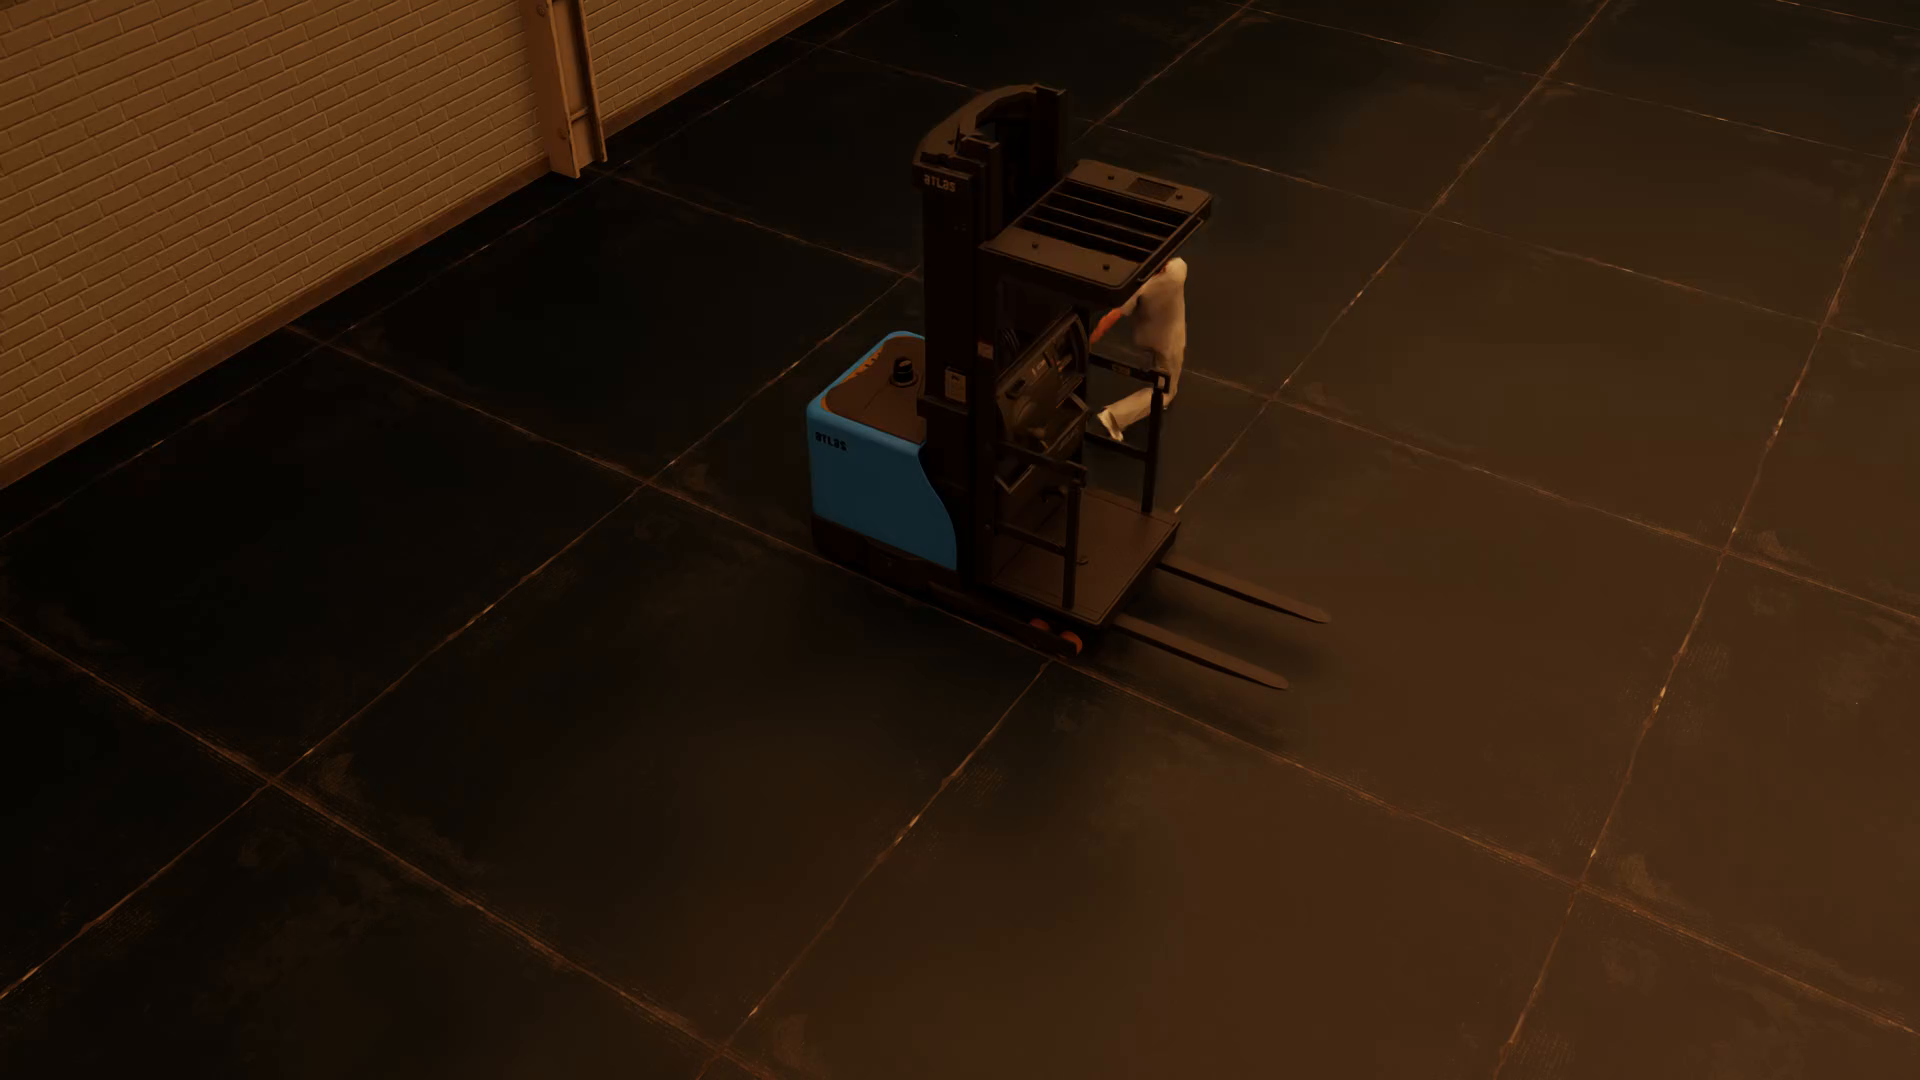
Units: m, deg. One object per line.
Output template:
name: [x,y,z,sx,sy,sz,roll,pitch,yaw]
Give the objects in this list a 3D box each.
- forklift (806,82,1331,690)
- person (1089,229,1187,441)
forklift: [0.628,-0.834,8.951,3.031,2.935,1.130,21,45,23]
person: [1.167,-1.349,10.771,0.608,1.448,0.920,17,43,20]
